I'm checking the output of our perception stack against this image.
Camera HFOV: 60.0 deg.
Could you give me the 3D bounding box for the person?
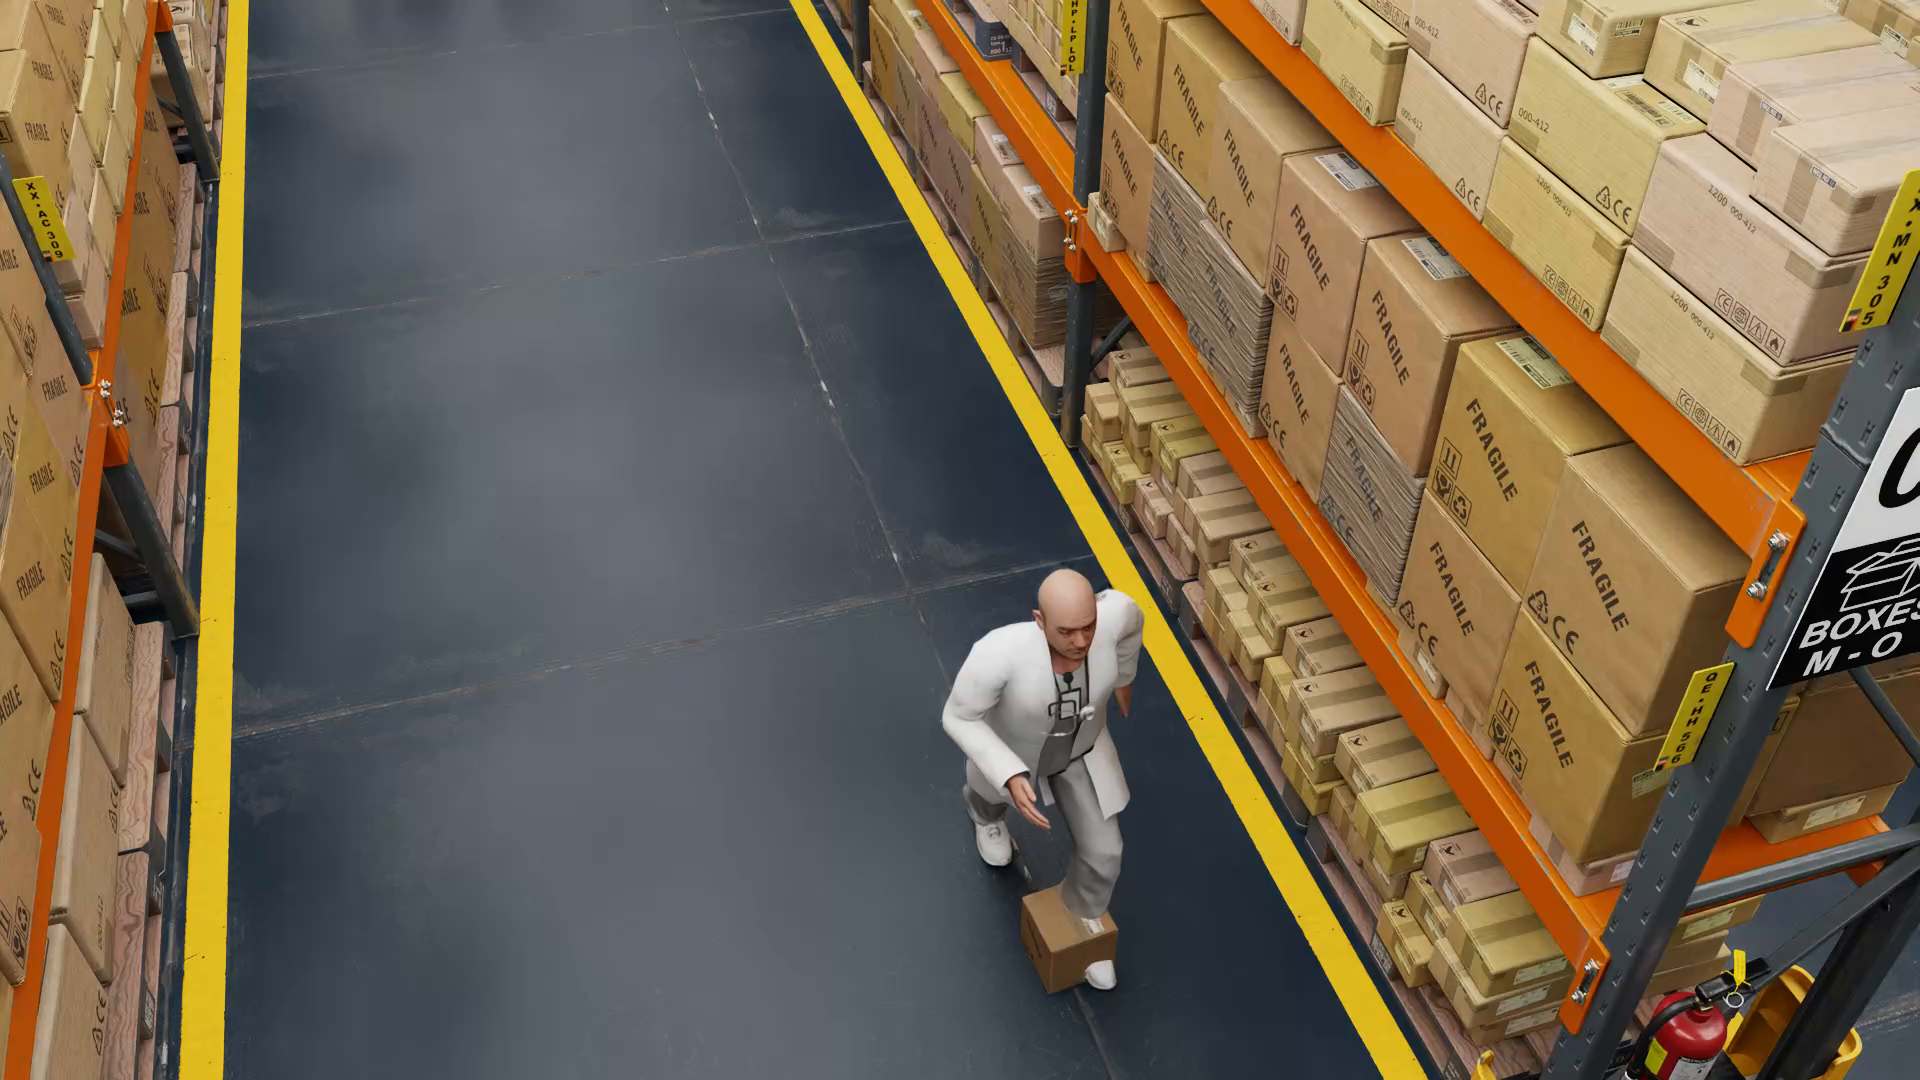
[{"bbox_3d":[0.273,0.658,5.467,0.716,1.693,0.992,-8,42,-9],"label":"person"}]
